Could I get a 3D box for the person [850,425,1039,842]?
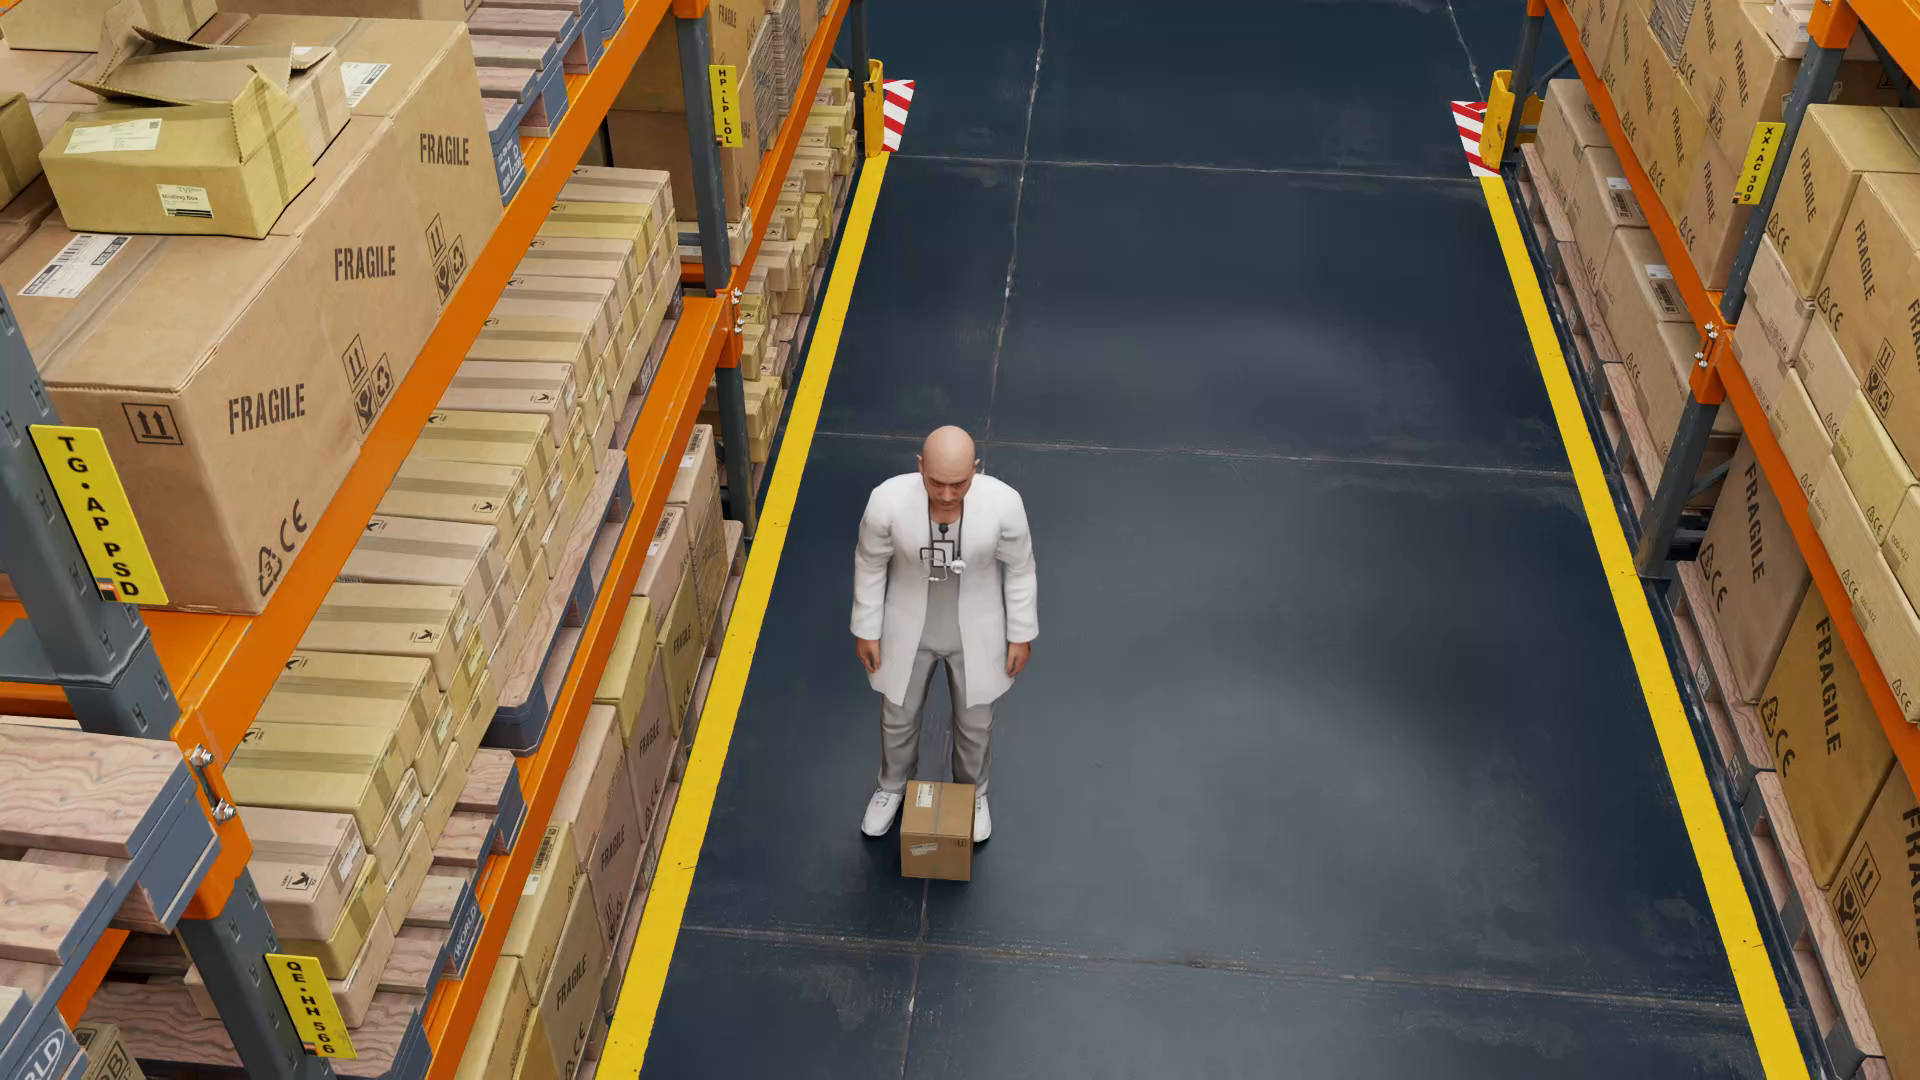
[{"bbox_3d":[-0.054,0.322,5.777,0.654,1.775,0.420,2,40,2],"label":"person"}]
